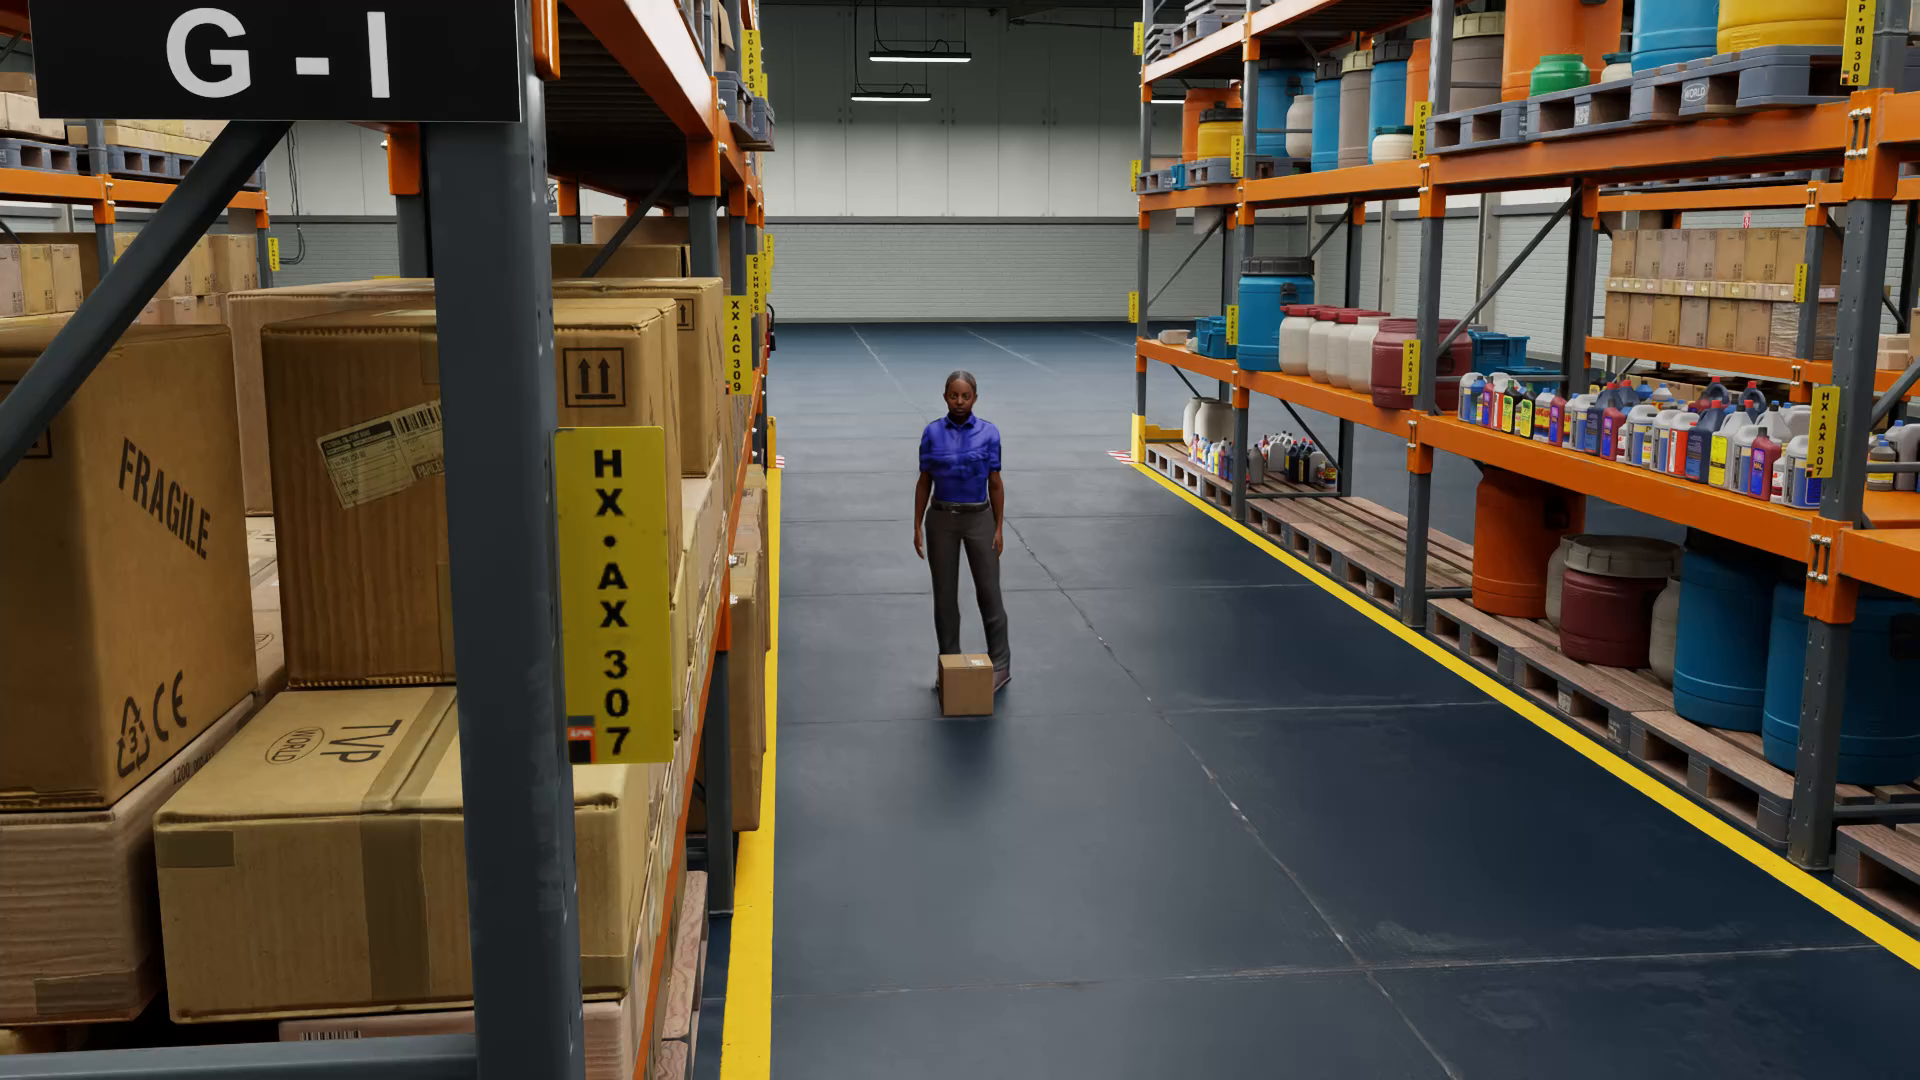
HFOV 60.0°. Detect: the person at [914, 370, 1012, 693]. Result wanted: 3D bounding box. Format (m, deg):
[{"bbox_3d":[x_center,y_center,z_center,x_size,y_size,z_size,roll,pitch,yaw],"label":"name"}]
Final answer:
[{"bbox_3d":[0.014,-0.049,8.669,0.514,1.667,0.348,1,10,4],"label":"person"}]
